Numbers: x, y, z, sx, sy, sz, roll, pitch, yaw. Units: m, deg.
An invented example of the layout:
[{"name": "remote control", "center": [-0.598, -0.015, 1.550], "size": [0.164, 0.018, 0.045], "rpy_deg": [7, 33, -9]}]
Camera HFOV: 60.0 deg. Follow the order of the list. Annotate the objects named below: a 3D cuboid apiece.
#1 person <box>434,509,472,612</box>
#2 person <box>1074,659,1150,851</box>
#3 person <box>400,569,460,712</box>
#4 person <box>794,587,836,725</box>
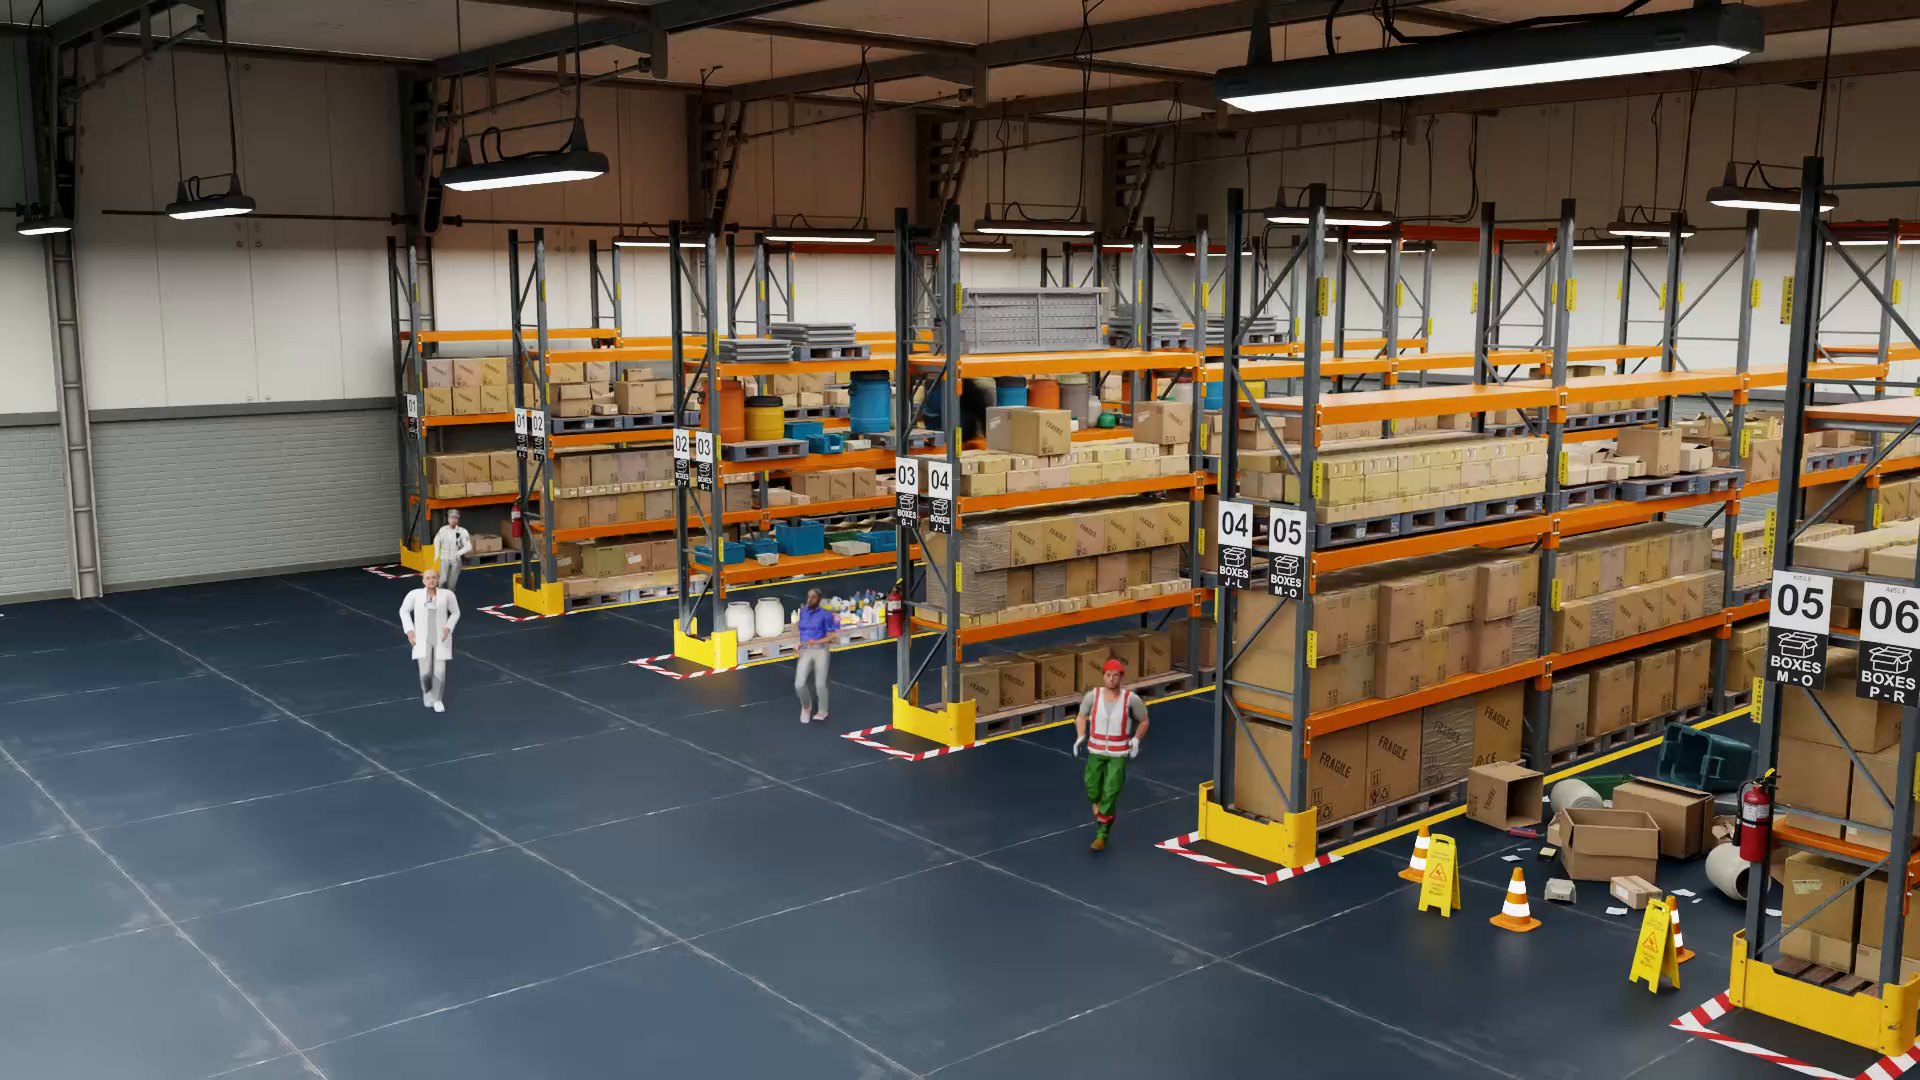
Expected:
[{"name": "person", "center": [-7.996, 0.334, 26.179], "size": [0.611, 1.647, 0.568], "rpy_deg": [-1, 9, -7]}, {"name": "person", "center": [1.403, 1.965, 15.419], "size": [0.676, 1.752, 0.757], "rpy_deg": [2, 9, 14]}, {"name": "person", "center": [-6.419, 1.216, 20.198], "size": [0.703, 1.742, 0.574], "rpy_deg": [-3, 9, -18]}, {"name": "person", "center": [-1.714, 1.374, 19.517], "size": [0.550, 1.629, 0.647], "rpy_deg": [3, 9, 16]}]
